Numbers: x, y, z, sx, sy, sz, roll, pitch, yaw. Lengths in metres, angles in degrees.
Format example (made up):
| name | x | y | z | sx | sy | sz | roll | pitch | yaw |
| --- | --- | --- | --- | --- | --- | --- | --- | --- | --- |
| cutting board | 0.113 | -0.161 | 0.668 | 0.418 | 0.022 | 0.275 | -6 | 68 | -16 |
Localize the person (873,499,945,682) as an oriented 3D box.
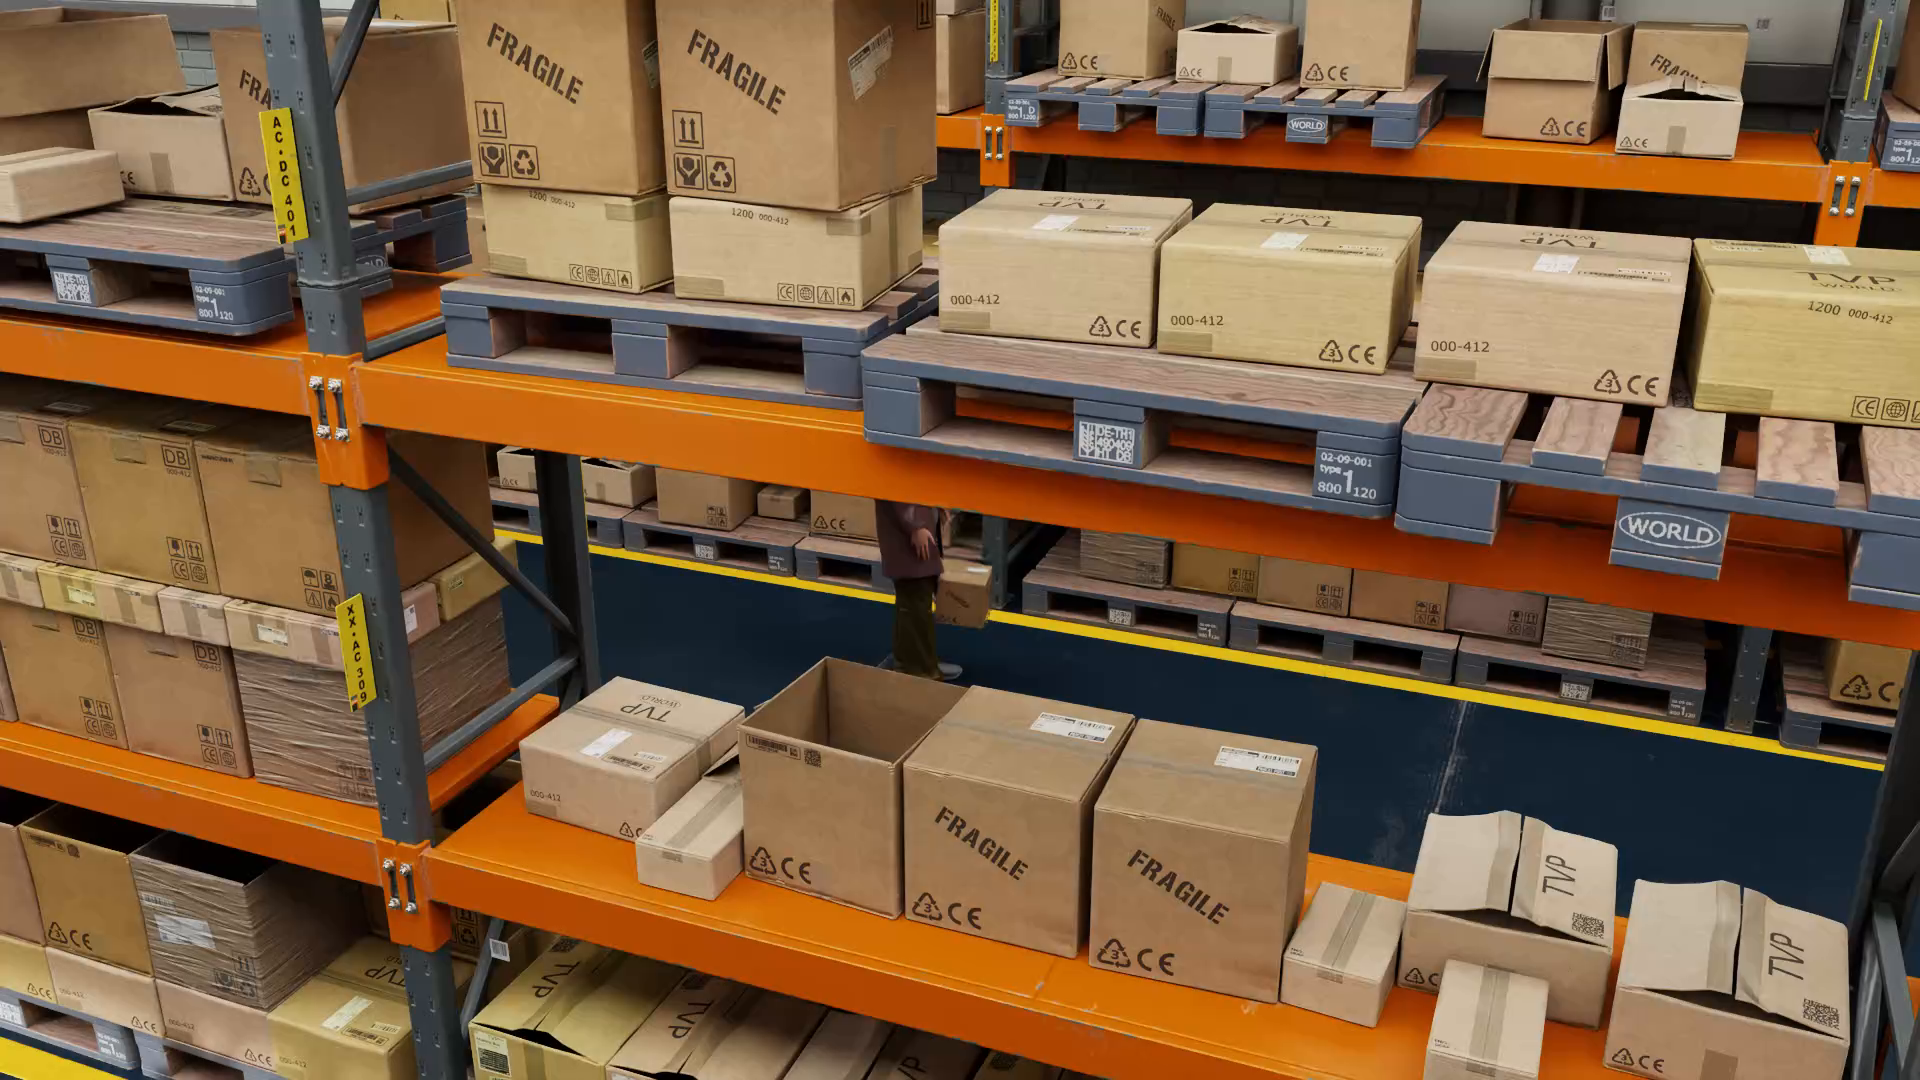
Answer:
| name | x | y | z | sx | sy | sz | roll | pitch | yaw |
| --- | --- | --- | --- | --- | --- | --- | --- | --- | --- |
| person | -0.171 | -0.076 | 8.509 | 0.582 | 1.775 | 0.693 | 4 | 22 | 10 |
